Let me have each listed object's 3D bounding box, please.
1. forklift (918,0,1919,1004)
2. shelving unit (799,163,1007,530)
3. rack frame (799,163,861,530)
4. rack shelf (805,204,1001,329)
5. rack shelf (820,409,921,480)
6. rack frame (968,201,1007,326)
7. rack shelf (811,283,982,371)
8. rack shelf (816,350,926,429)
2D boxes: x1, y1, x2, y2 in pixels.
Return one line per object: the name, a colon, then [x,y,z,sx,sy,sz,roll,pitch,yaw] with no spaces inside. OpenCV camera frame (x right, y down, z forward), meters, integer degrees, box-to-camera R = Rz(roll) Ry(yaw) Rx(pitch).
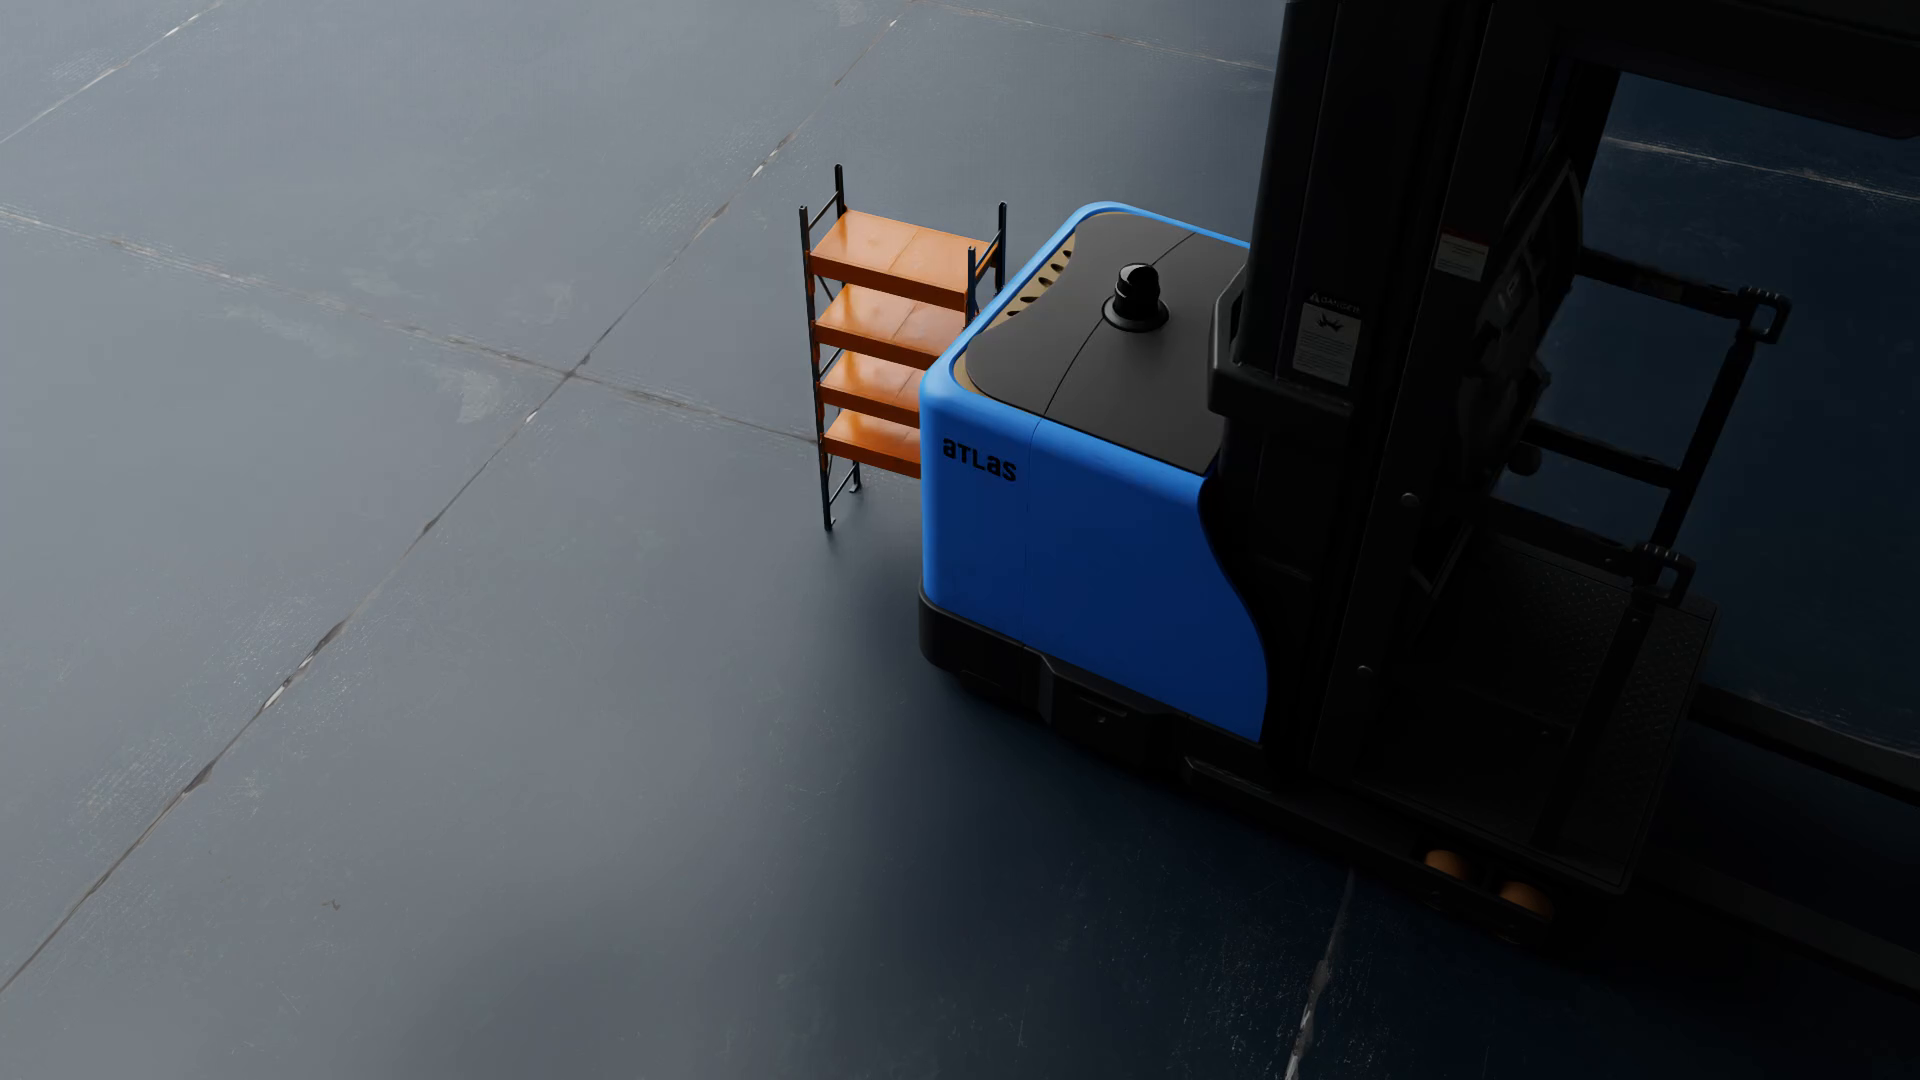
forklift: [1.417,-0.446,3.620,3.031,2.935,1.130,22,49,21]
shelving unit: [-0.153,-0.470,4.872,0.503,1.200,0.258,16,47,16]
rack frame: [-0.378,-0.537,4.939,0.015,1.200,0.240,16,47,16]
rack shelf: [-0.153,-0.749,4.595,0.480,0.148,0.258,16,47,16]
rack shelf: [-0.153,-0.282,5.059,0.480,0.148,0.258,16,47,16]
rack frame: [0.072,-0.404,4.805,0.015,1.200,0.240,16,47,16]
rack shelf: [-0.153,-0.581,4.762,0.480,0.148,0.258,16,47,16]
rack shelf: [-0.153,-0.423,4.919,0.480,0.148,0.258,16,47,16]
